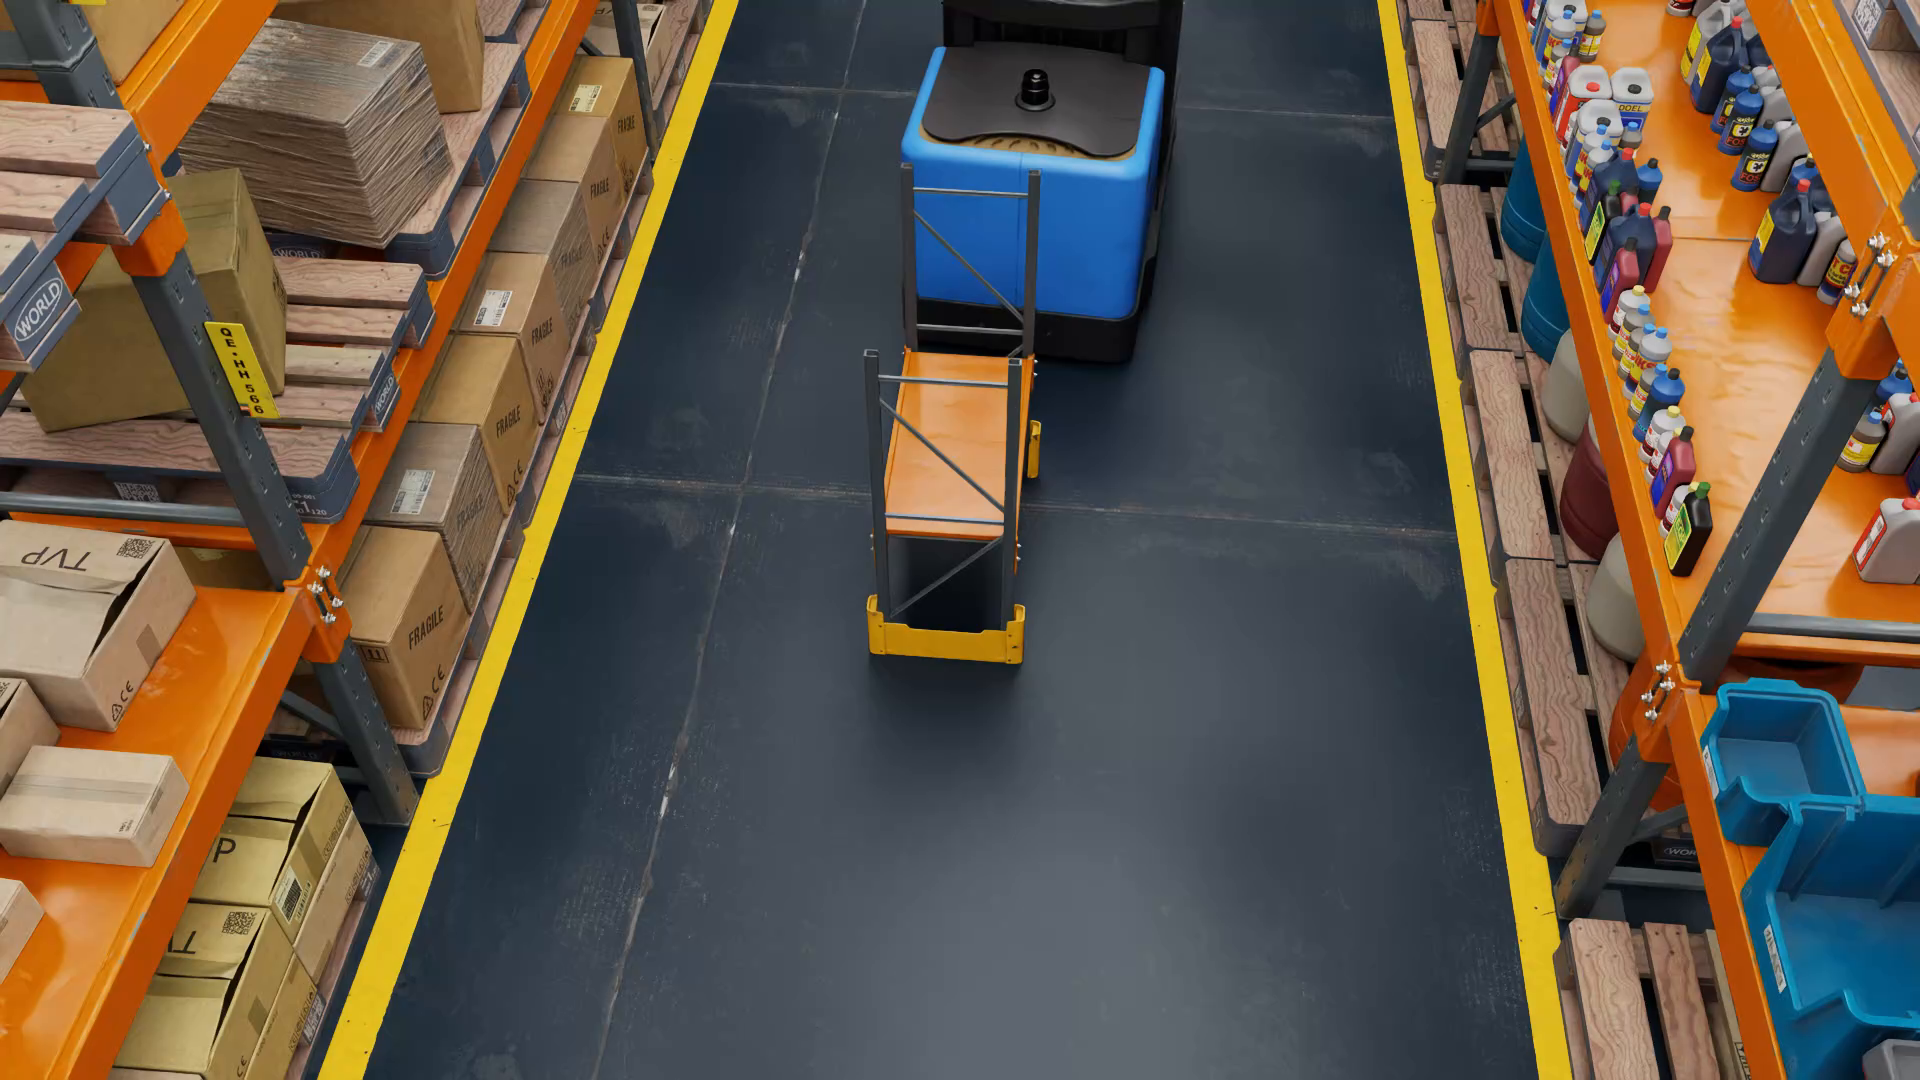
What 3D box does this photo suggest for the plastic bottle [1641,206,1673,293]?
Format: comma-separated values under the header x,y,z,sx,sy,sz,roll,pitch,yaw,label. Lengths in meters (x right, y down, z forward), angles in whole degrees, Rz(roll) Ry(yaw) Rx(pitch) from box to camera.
x,y,z,sx,sy,sz,roll,pitch,yaw,label
2.388,-1.000,5.711,0.061,0.283,0.133,4,48,4,plastic bottle

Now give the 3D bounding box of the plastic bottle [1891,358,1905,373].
x,y,z,sx,sy,sz,roll,pitch,yaw,label
2.965,-0.498,5.307,0.097,0.201,0.097,0,48,0,plastic bottle

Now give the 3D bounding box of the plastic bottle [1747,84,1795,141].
x,y,z,sx,sy,sz,roll,pitch,yaw,label
3.071,-1.595,6.261,0.152,0.276,0.135,4,48,4,plastic bottle

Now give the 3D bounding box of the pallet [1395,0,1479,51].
x,y,z,sx,sy,sz,roll,pitch,yaw,label
3.013,-3.187,9.522,1.003,0.211,1.213,4,48,4,pallet

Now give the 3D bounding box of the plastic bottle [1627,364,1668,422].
x,y,z,sx,sy,sz,roll,pitch,yaw,label
2.200,-0.474,5.285,0.097,0.201,0.097,0,48,0,plastic bottle

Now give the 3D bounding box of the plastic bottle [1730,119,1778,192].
x,y,z,sx,sy,sz,roll,pitch,yaw,label
2.924,-1.418,6.102,0.097,0.271,0.097,0,48,0,plastic bottle

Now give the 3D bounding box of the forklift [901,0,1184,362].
x,y,z,sx,sy,sz,roll,pitch,yaw,label
0.508,-2.882,7.400,1.130,2.935,3.031,8,48,7,forklift

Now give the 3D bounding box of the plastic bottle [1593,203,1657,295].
x,y,z,sx,sy,sz,roll,pitch,yaw,label
2.284,-1.011,5.675,0.144,0.351,0.185,4,48,4,plastic bottle

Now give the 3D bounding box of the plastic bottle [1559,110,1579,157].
x,y,z,sx,sy,sz,roll,pitch,yaw,label
2.332,-1.541,6.262,0.097,0.201,0.097,0,48,0,plastic bottle

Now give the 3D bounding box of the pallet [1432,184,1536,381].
x,y,z,sx,sy,sz,roll,pitch,yaw,label
2.764,-1.181,7.687,1.003,0.211,1.213,4,48,4,pallet

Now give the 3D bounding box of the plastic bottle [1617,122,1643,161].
x,y,z,sx,sy,sz,roll,pitch,yaw,label
2.475,-1.459,6.187,0.097,0.201,0.097,0,48,0,plastic bottle

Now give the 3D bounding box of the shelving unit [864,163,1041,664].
x,y,z,sx,sy,sz,roll,pitch,yaw,label
-0.007,-0.450,6.145,0.587,1.500,1.083,4,48,4,shelving unit

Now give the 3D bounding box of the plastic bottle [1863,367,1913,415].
x,y,z,sx,sy,sz,roll,pitch,yaw,label
2.892,-0.428,5.195,0.097,0.271,0.097,0,48,0,plastic bottle

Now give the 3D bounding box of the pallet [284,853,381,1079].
x,y,z,sx,sy,sz,roll,pitch,yaw,label
-2.535,1.460,5.271,1.003,0.211,1.213,4,48,4,pallet

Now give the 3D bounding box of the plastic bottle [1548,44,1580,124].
x,y,z,sx,sy,sz,roll,pitch,yaw,label
2.337,-1.754,6.400,0.061,0.283,0.133,4,48,4,plastic bottle

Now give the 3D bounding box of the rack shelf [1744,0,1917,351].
x,y,z,sx,sy,sz,roll,pitch,yaw,label
2.694,-1.986,4.989,1.077,0.370,4.000,4,48,4,rack shelf

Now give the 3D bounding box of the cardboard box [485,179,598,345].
x,y,z,sx,sy,sz,roll,pitch,yaw,label
-1.915,-1.214,7.224,0.500,0.500,0.500,4,48,4,cardboard box

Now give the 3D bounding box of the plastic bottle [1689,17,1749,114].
x,y,z,sx,sy,sz,roll,pitch,yaw,label
2.958,-1.846,6.439,0.144,0.351,0.185,4,48,4,plastic bottle

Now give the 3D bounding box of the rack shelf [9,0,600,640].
x,y,z,sx,sy,sz,roll,pitch,yaw,label
-2.238,-1.310,6.403,1.077,0.370,4.000,4,48,4,rack shelf

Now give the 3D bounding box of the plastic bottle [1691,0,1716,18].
x,y,z,sx,sy,sz,roll,pitch,yaw,label
3.162,-2.333,6.935,0.152,0.276,0.135,4,48,4,plastic bottle

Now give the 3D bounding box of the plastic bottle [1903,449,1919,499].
x,y,z,sx,sy,sz,roll,pitch,yaw,label
2.948,-0.243,5.018,0.061,0.283,0.133,4,48,4,plastic bottle

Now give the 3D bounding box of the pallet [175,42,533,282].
x,y,z,sx,sy,sz,roll,pitch,yaw,label
-2.248,-1.448,6.171,1.003,0.211,1.213,4,48,4,pallet

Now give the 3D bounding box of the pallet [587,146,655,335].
x,y,z,sx,sy,sz,roll,pitch,yaw,label
-2.093,-1.481,7.962,1.003,0.211,1.213,4,48,4,pallet

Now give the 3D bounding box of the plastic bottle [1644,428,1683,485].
x,y,z,sx,sy,sz,roll,pitch,yaw,label
2.173,-0.259,5.089,0.097,0.201,0.097,0,48,0,plastic bottle

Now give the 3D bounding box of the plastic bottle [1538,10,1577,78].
x,y,z,sx,sy,sz,roll,pitch,yaw,label
2.383,-1.976,6.612,0.097,0.271,0.097,0,48,0,plastic bottle

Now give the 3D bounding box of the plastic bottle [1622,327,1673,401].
x,y,z,sx,sy,sz,roll,pitch,yaw,label
2.209,-0.569,5.325,0.097,0.271,0.097,0,48,0,plastic bottle

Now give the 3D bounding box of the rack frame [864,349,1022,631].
x,y,z,sx,sy,sz,roll,pitch,yaw,label
-0.054,-0.070,5.798,0.500,1.500,0.032,4,48,4,rack frame

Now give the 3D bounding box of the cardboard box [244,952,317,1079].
x,y,z,sx,sy,sz,roll,pitch,yaw,label
-2.269,1.485,4.938,0.500,0.250,0.500,3,48,3,cardboard box

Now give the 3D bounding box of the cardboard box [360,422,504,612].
x,y,z,sx,sy,sz,roll,pitch,yaw,label
-2.053,-0.088,6.194,0.500,0.500,0.500,2,48,2,cardboard box

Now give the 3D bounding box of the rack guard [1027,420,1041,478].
x,y,z,sx,sy,sz,roll,pitch,yaw,label
0.038,-0.394,6.941,0.587,0.250,0.087,4,48,4,rack guard

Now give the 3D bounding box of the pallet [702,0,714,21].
x,y,z,sx,sy,sz,roll,pitch,yaw,label
-1.884,-3.485,9.794,1.003,0.211,1.213,4,48,4,pallet

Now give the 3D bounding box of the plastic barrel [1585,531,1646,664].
x,y,z,sx,sy,sz,roll,pitch,yaw,label
2.502,0.169,5.964,0.421,0.512,0.421,0,48,0,plastic barrel

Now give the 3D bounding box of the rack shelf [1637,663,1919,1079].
x,y,z,sx,sy,sz,roll,pitch,yaw,label
2.329,1.965,3.407,1.077,0.370,4.000,4,48,4,rack shelf

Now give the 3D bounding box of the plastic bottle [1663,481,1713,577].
x,y,z,sx,sy,sz,roll,pitch,yaw,label
2.124,-0.034,4.827,0.061,0.283,0.133,4,48,4,plastic bottle

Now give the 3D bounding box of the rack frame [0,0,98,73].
x,y,z,sx,sy,sz,roll,pitch,yaw,label
-2.421,-2.108,2.580,1.000,3.000,0.127,4,48,4,rack frame

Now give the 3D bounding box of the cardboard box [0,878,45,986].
x,y,z,sx,sy,sz,roll,pitch,yaw,label
-2.481,0.943,4.025,0.380,0.149,0.250,7,48,6,cardboard box

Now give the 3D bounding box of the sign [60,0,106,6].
x,y,z,sx,sy,sz,roll,pitch,yaw,label
-1.869,-1.253,3.427,0.100,0.325,0.005,4,48,4,sign

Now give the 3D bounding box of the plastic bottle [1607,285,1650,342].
x,y,z,sx,sy,sz,roll,pitch,yaw,label
2.236,-0.760,5.547,0.097,0.201,0.097,0,48,0,plastic bottle

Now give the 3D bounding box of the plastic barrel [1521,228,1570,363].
x,y,z,sx,sy,sz,roll,pitch,yaw,label
2.745,-1.201,6.953,0.600,0.901,0.708,4,48,4,plastic barrel

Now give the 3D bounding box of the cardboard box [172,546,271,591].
x,y,z,sx,sy,sz,roll,pitch,yaw,label
-2.569,-0.091,6.196,0.500,0.500,0.500,6,48,5,cardboard box

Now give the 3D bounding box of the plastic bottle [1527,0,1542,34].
x,y,z,sx,sy,sz,roll,pitch,yaw,label
2.413,-2.195,6.859,0.097,0.201,0.097,0,48,0,plastic bottle

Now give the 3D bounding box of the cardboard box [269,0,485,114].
x,y,z,sx,sy,sz,roll,pitch,yaw,label
-2.156,-1.896,6.099,0.700,0.500,0.500,-7,48,-6,cardboard box

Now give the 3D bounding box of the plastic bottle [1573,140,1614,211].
x,y,z,sx,sy,sz,roll,pitch,yaw,label
2.302,-1.323,6.014,0.097,0.271,0.097,0,48,0,plastic bottle

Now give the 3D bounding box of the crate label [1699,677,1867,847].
x,y,z,sx,sy,sz,roll,pitch,yaw,label
2.100,0.594,4.288,0.303,0.233,0.416,4,48,4,crate label

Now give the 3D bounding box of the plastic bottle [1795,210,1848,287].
x,y,z,sx,sy,sz,roll,pitch,yaw,label
2.999,-1.021,5.735,0.152,0.276,0.135,4,48,4,plastic bottle

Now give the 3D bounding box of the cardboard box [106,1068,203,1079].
x,y,z,sx,sy,sz,roll,pitch,yaw,label
-2.313,1.668,4.390,0.500,0.311,0.500,4,48,3,cardboard box

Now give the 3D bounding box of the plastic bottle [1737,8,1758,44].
x,y,z,sx,sy,sz,roll,pitch,yaw,label
3.118,-1.973,6.555,0.144,0.351,0.185,4,48,4,plastic bottle

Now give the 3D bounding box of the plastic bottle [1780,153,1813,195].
x,y,z,sx,sy,sz,roll,pitch,yaw,label
3.066,-1.313,6.053,0.097,0.201,0.097,0,48,0,plastic bottle
